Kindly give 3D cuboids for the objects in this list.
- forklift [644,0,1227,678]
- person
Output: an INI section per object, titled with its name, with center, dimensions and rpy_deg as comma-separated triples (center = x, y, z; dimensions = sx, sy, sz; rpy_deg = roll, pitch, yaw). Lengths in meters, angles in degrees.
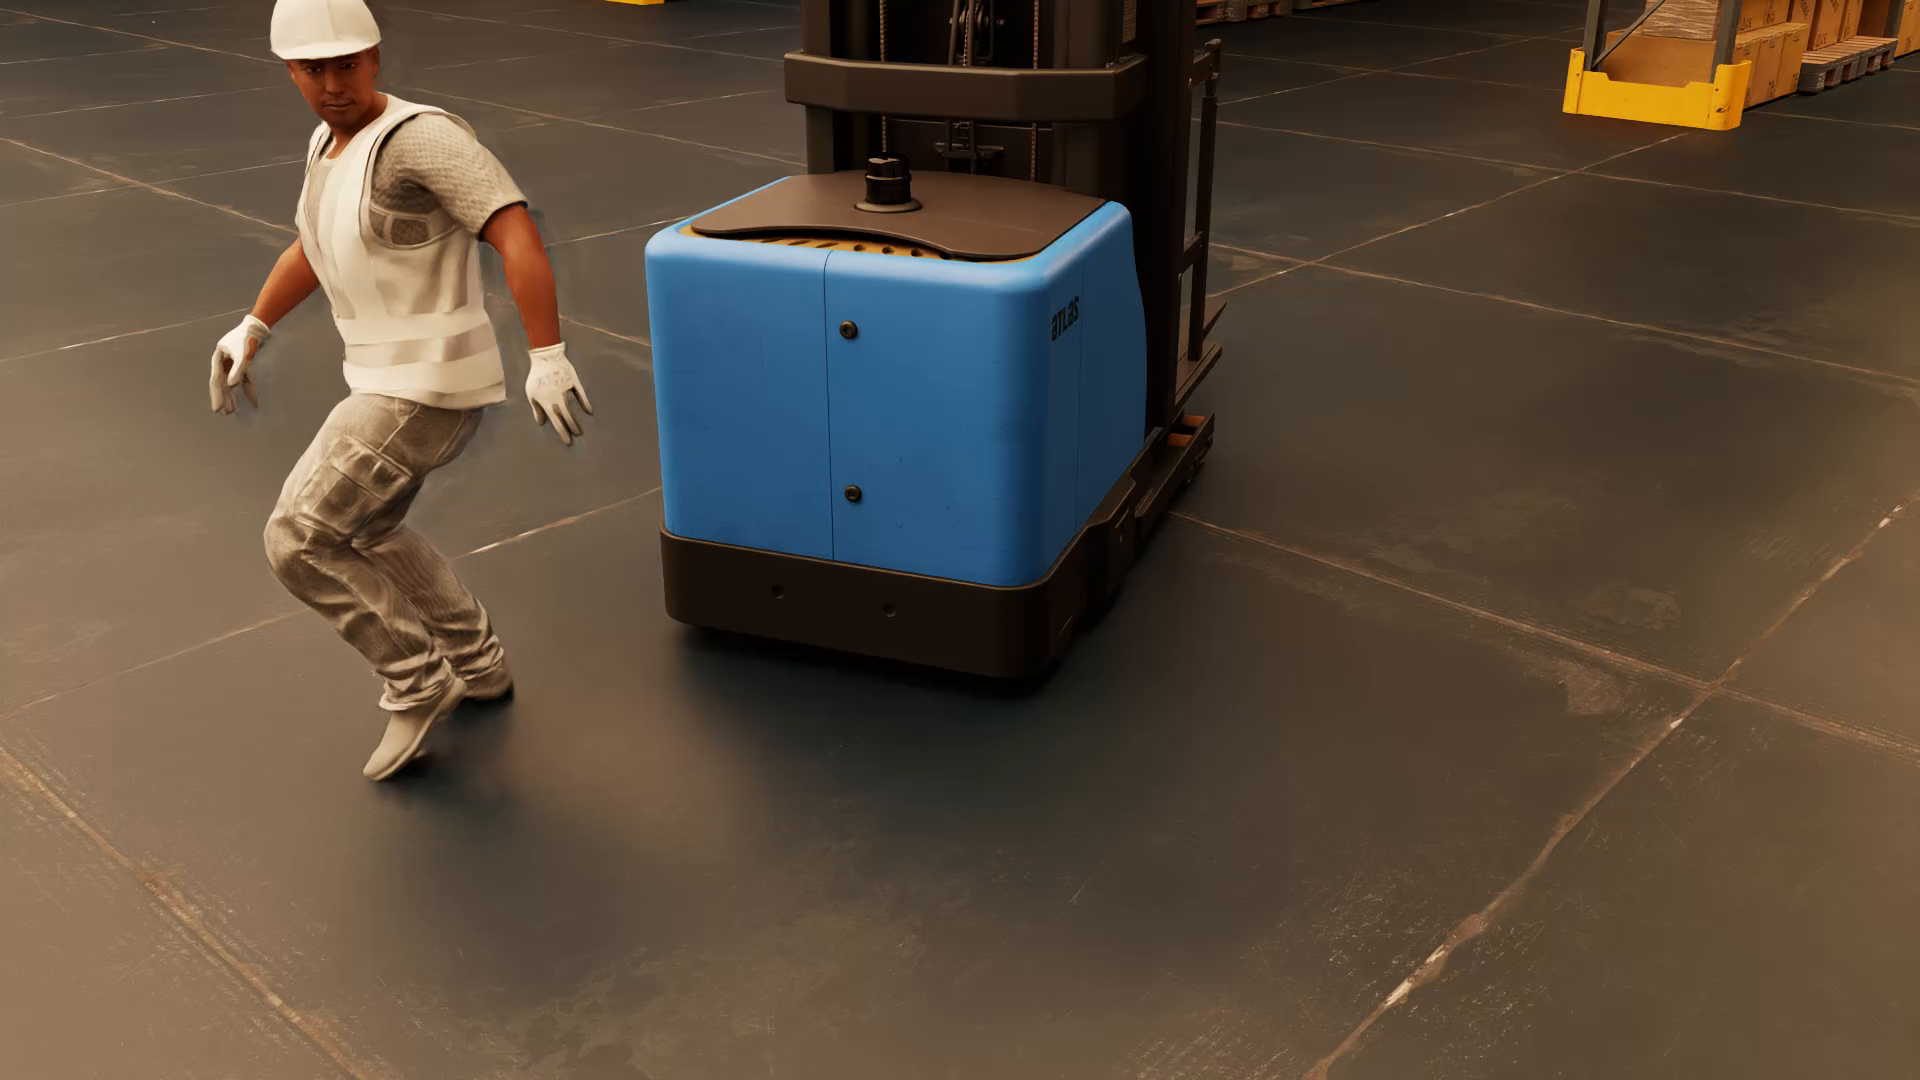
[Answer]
[forklift]
center = 0.211, -1.572, 4.911
dimensions = 1.130, 2.935, 3.031
rpy_deg = 8, 25, 18
[person]
center = -1.240, -0.332, 3.647
dimensions = 0.758, 1.727, 0.741
rpy_deg = -9, 25, -20
